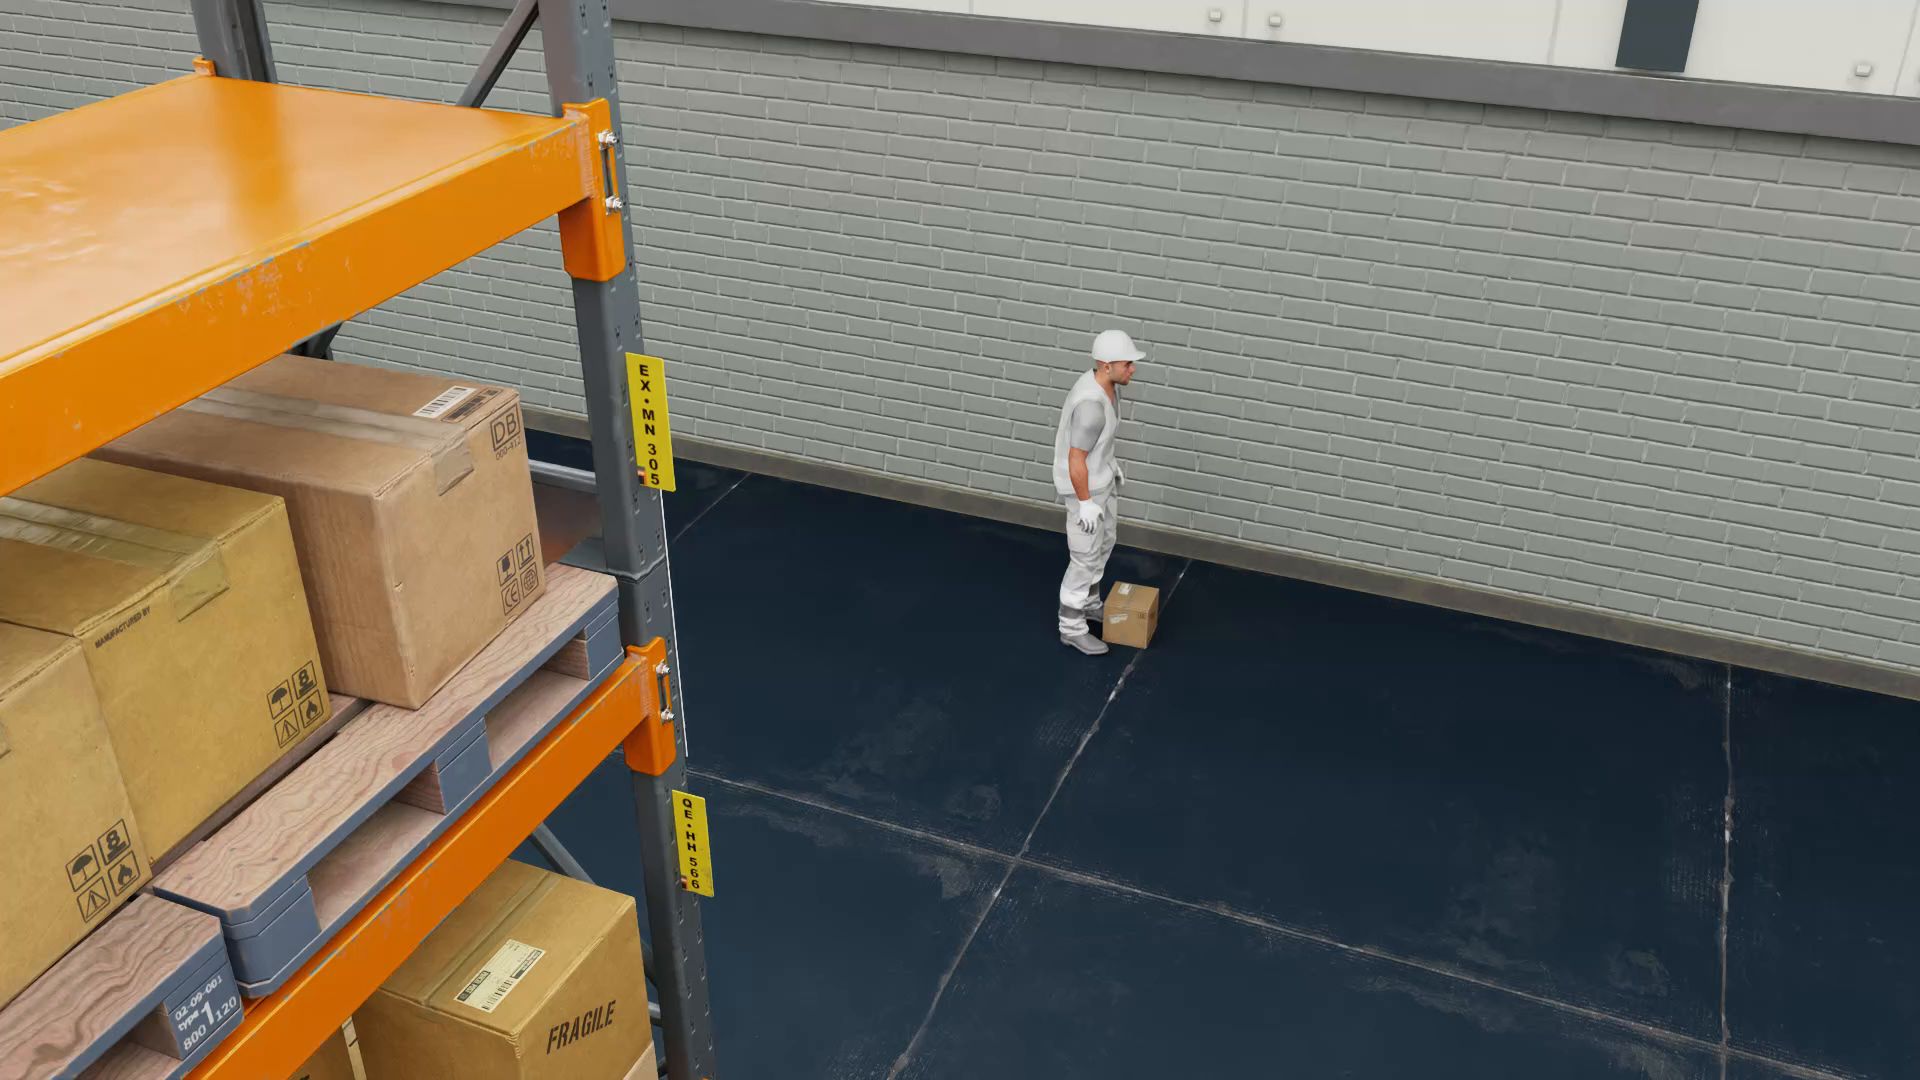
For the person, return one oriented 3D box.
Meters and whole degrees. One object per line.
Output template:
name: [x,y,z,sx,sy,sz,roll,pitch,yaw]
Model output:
person: [0.729,-0.286,8.892,0.445,1.781,0.621,10,31,17]
